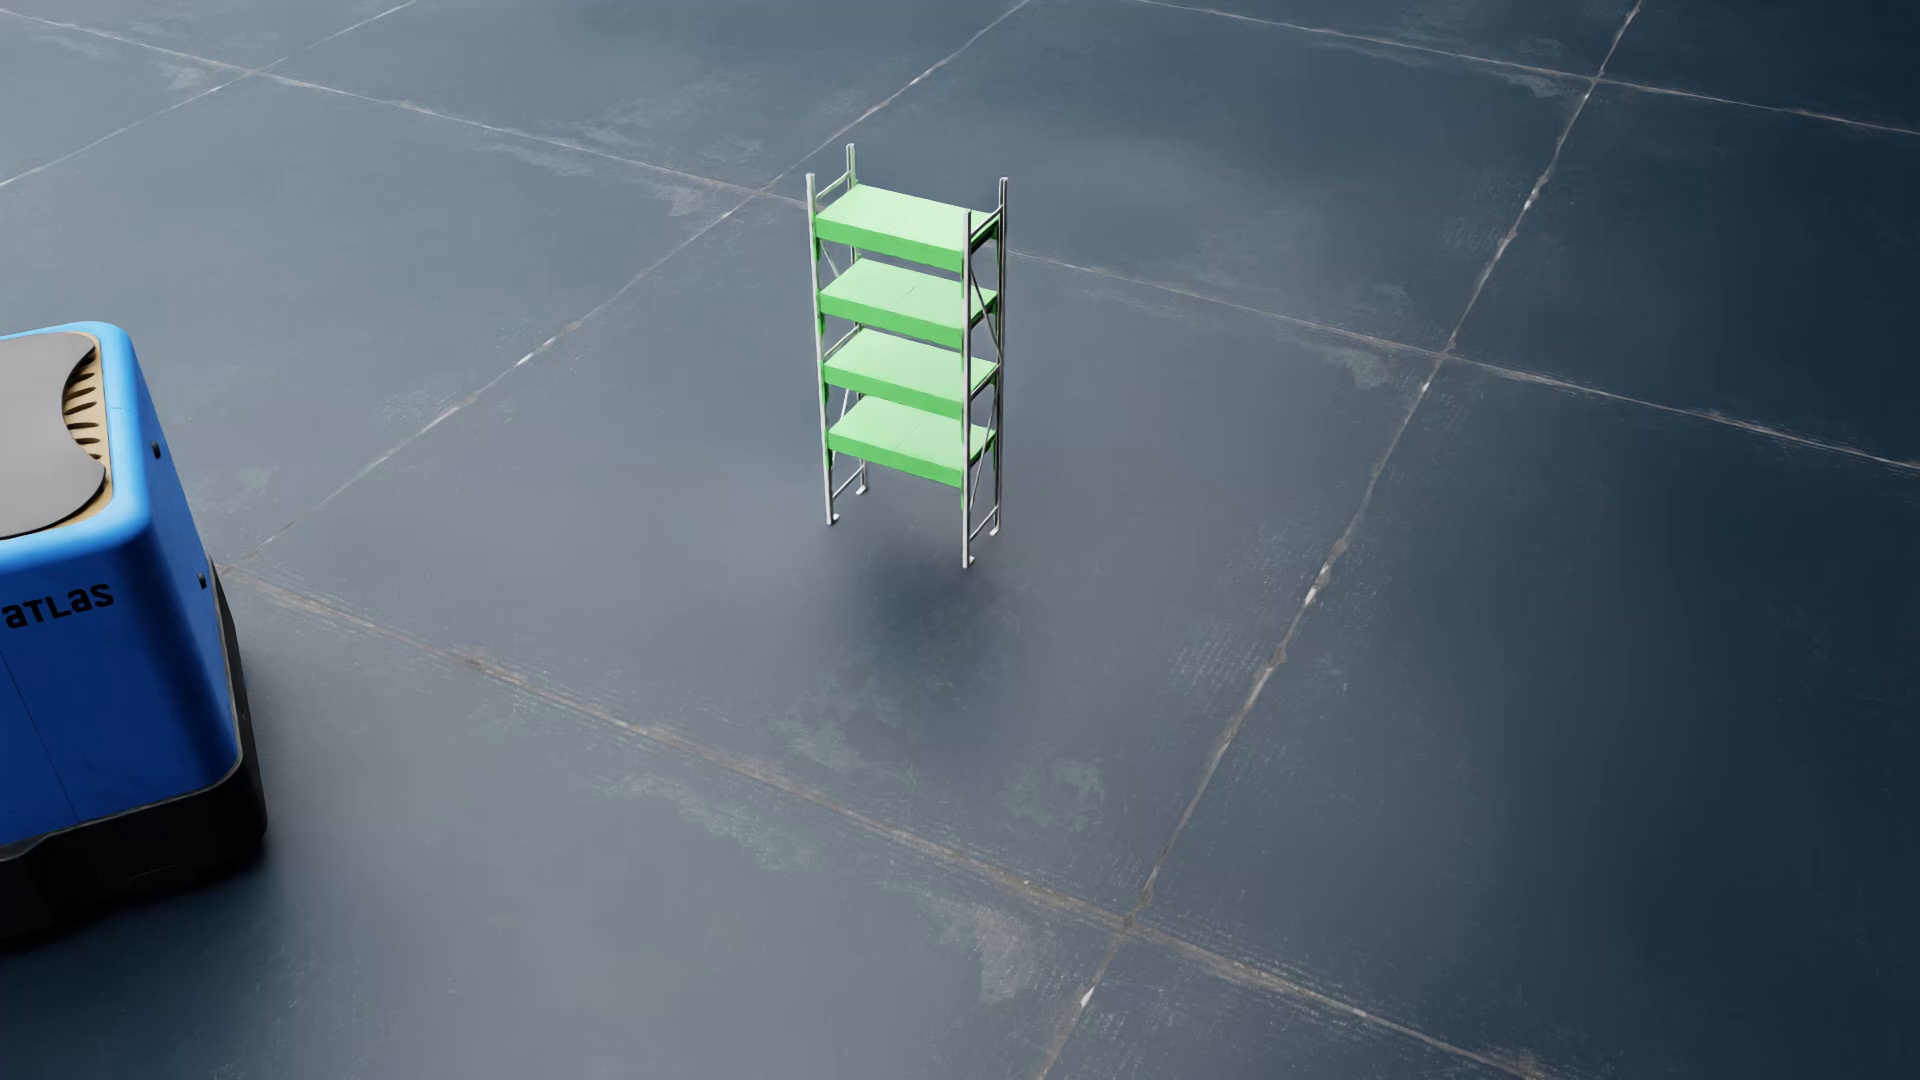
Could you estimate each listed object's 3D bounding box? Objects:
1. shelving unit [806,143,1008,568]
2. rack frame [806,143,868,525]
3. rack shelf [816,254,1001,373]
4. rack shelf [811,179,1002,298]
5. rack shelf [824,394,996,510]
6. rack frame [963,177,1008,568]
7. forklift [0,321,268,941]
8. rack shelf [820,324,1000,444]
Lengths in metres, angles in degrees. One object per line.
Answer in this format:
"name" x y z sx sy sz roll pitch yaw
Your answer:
"shelving unit" -0.147 -0.524 4.948 0.503 1.200 0.258 17 41 21
"rack frame" -0.364 -0.592 5.037 0.015 1.200 0.240 17 41 21
"rack shelf" -0.147 -0.664 4.841 0.480 0.148 0.258 17 41 21
"rack shelf" -0.147 -0.855 4.696 0.480 0.148 0.258 17 41 21
"rack shelf" -0.147 -0.282 5.132 0.480 0.148 0.258 17 41 21
"rack frame" 0.070 -0.456 4.858 0.015 1.200 0.240 17 41 21
"forklift" -3.301 -0.254 3.160 3.031 2.935 1.130 -15 40 -19
"rack shelf" -0.147 -0.473 4.987 0.480 0.148 0.258 17 41 21
